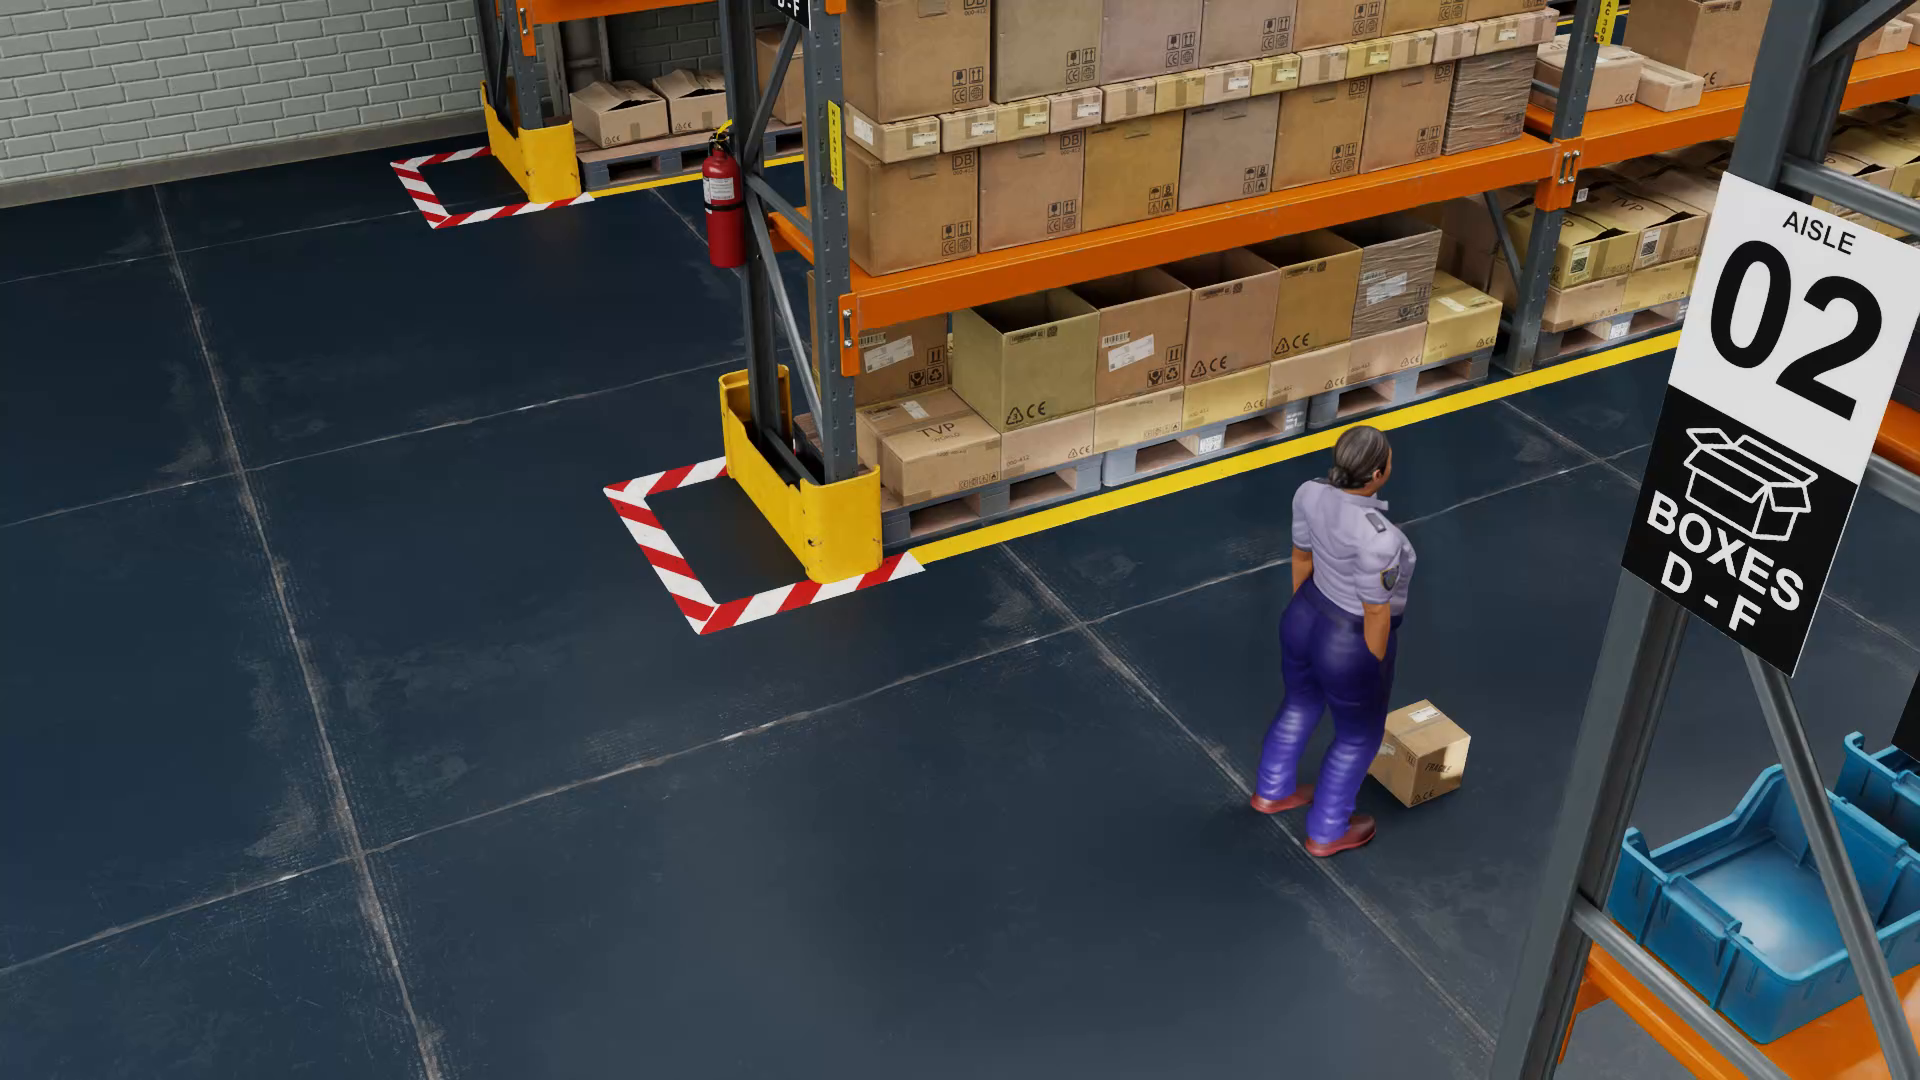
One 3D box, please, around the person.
[{"bbox_3d":[1.288,0.346,5.663,0.344,1.652,0.466,-15,36,-22],"label":"person"}]
